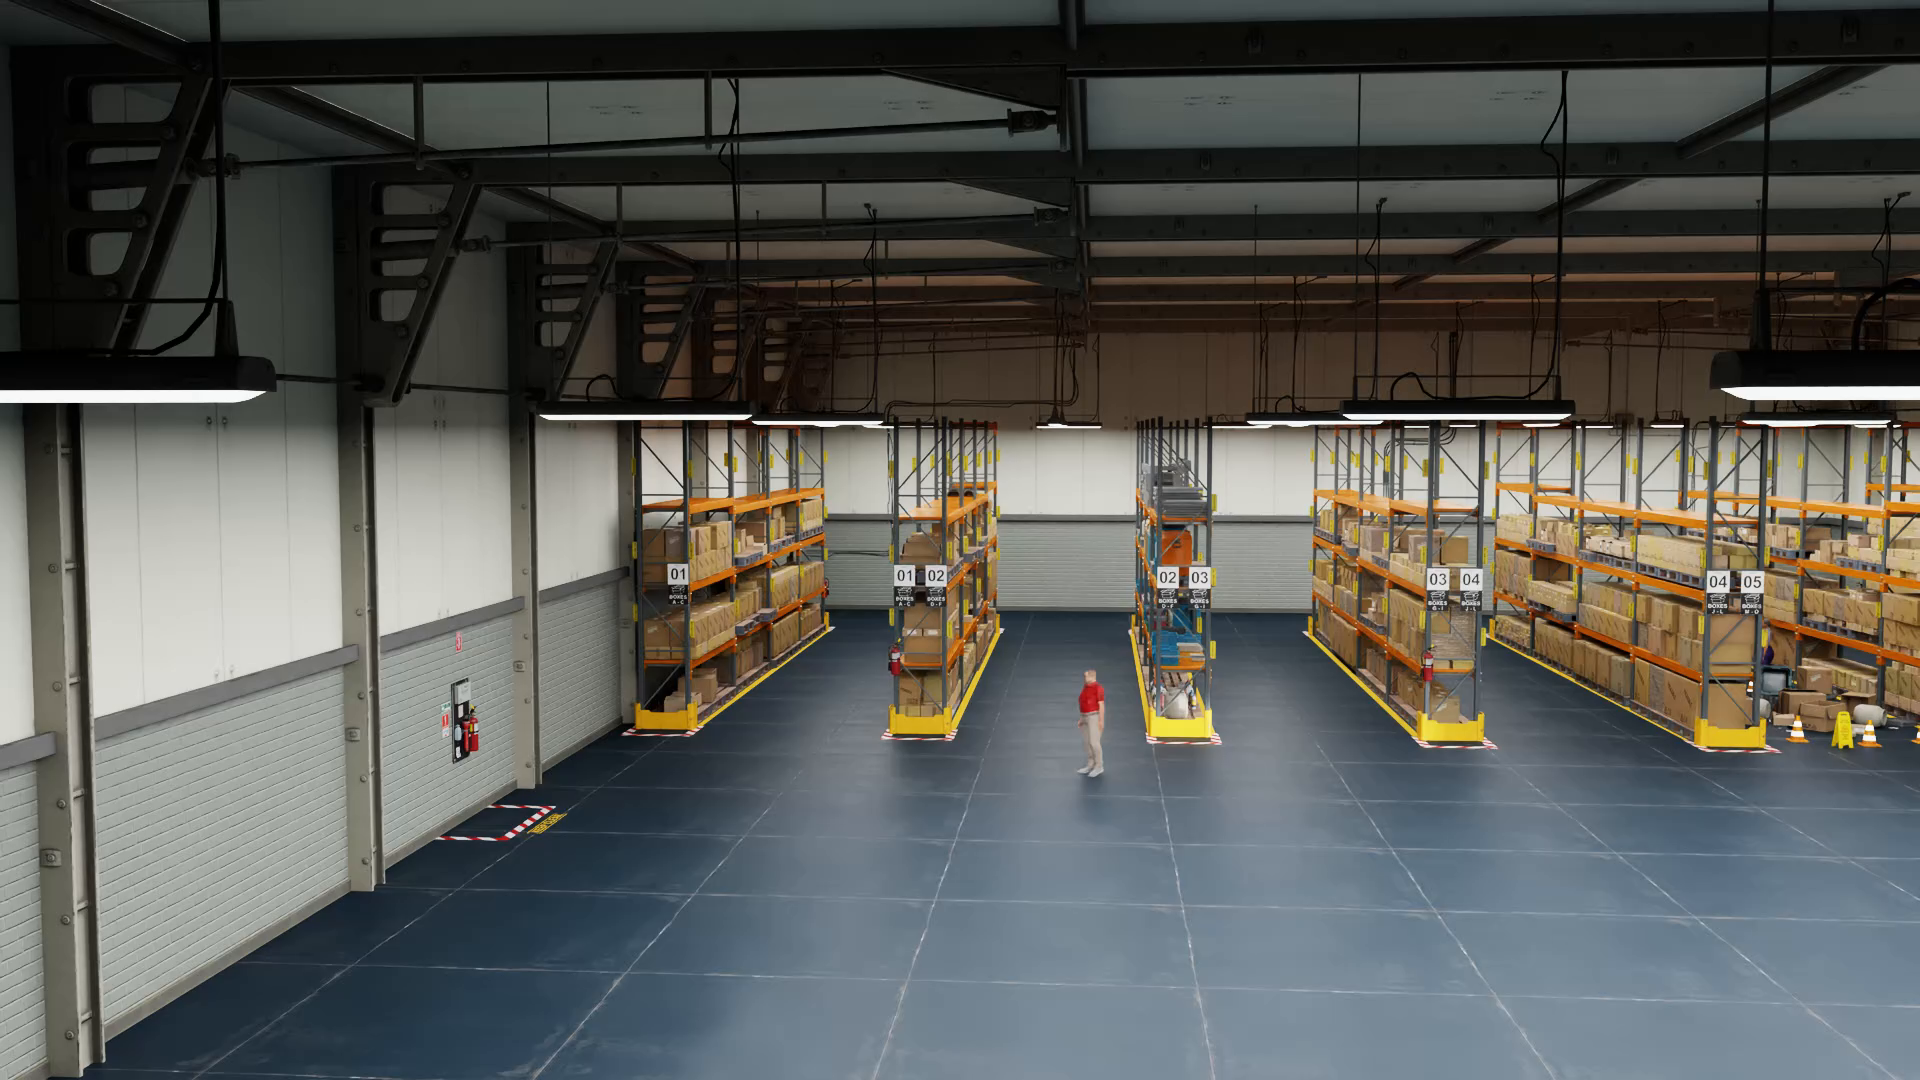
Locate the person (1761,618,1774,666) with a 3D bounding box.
[{"bbox_3d":[17.667,2.519,36.634,0.504,1.631,0.597,-3,5,-36],"label":"person"}]

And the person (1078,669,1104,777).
[{"bbox_3d":[2.177,3.057,27.855,0.385,1.777,0.603,-2,4,-27],"label":"person"}]
